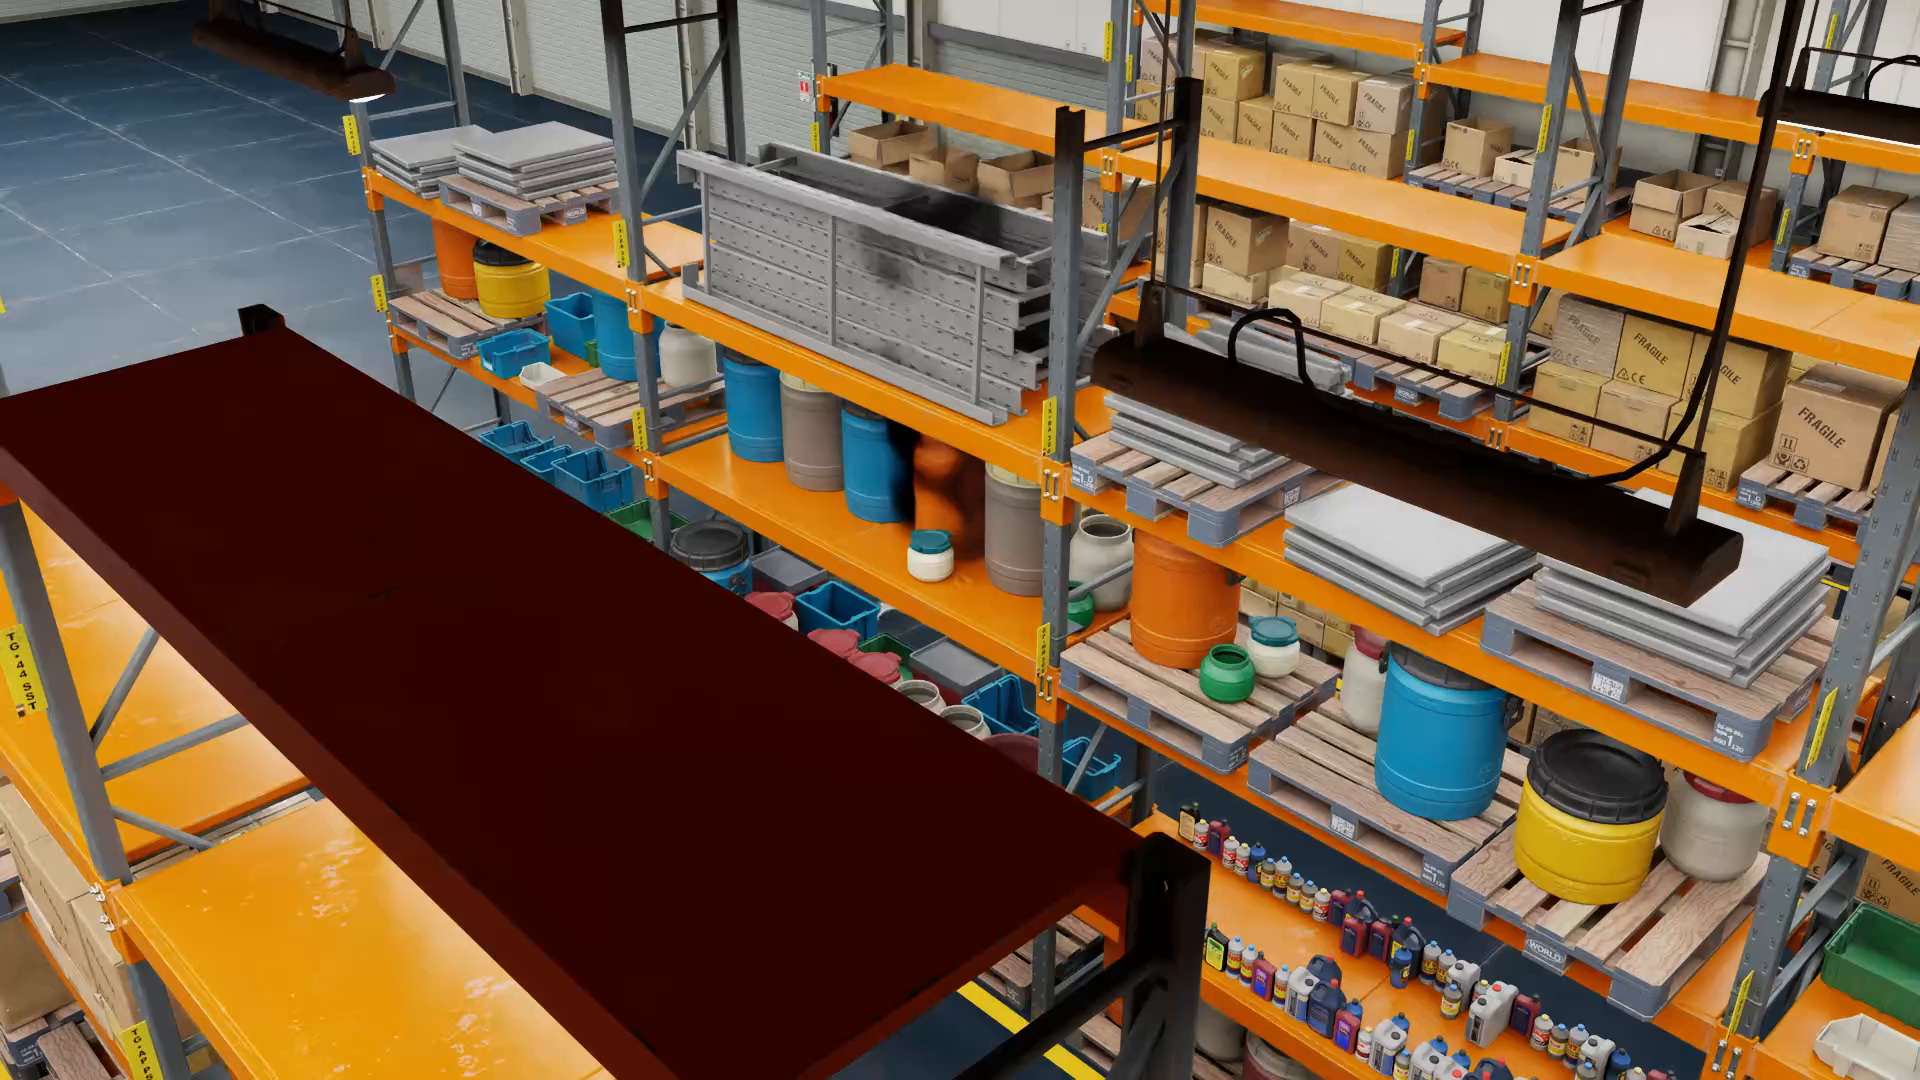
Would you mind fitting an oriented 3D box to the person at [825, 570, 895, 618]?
[{"bbox_3d":[-0.977,-0.134,14.587,0.911,1.821,0.684,15,32,26],"label":"person"}]
